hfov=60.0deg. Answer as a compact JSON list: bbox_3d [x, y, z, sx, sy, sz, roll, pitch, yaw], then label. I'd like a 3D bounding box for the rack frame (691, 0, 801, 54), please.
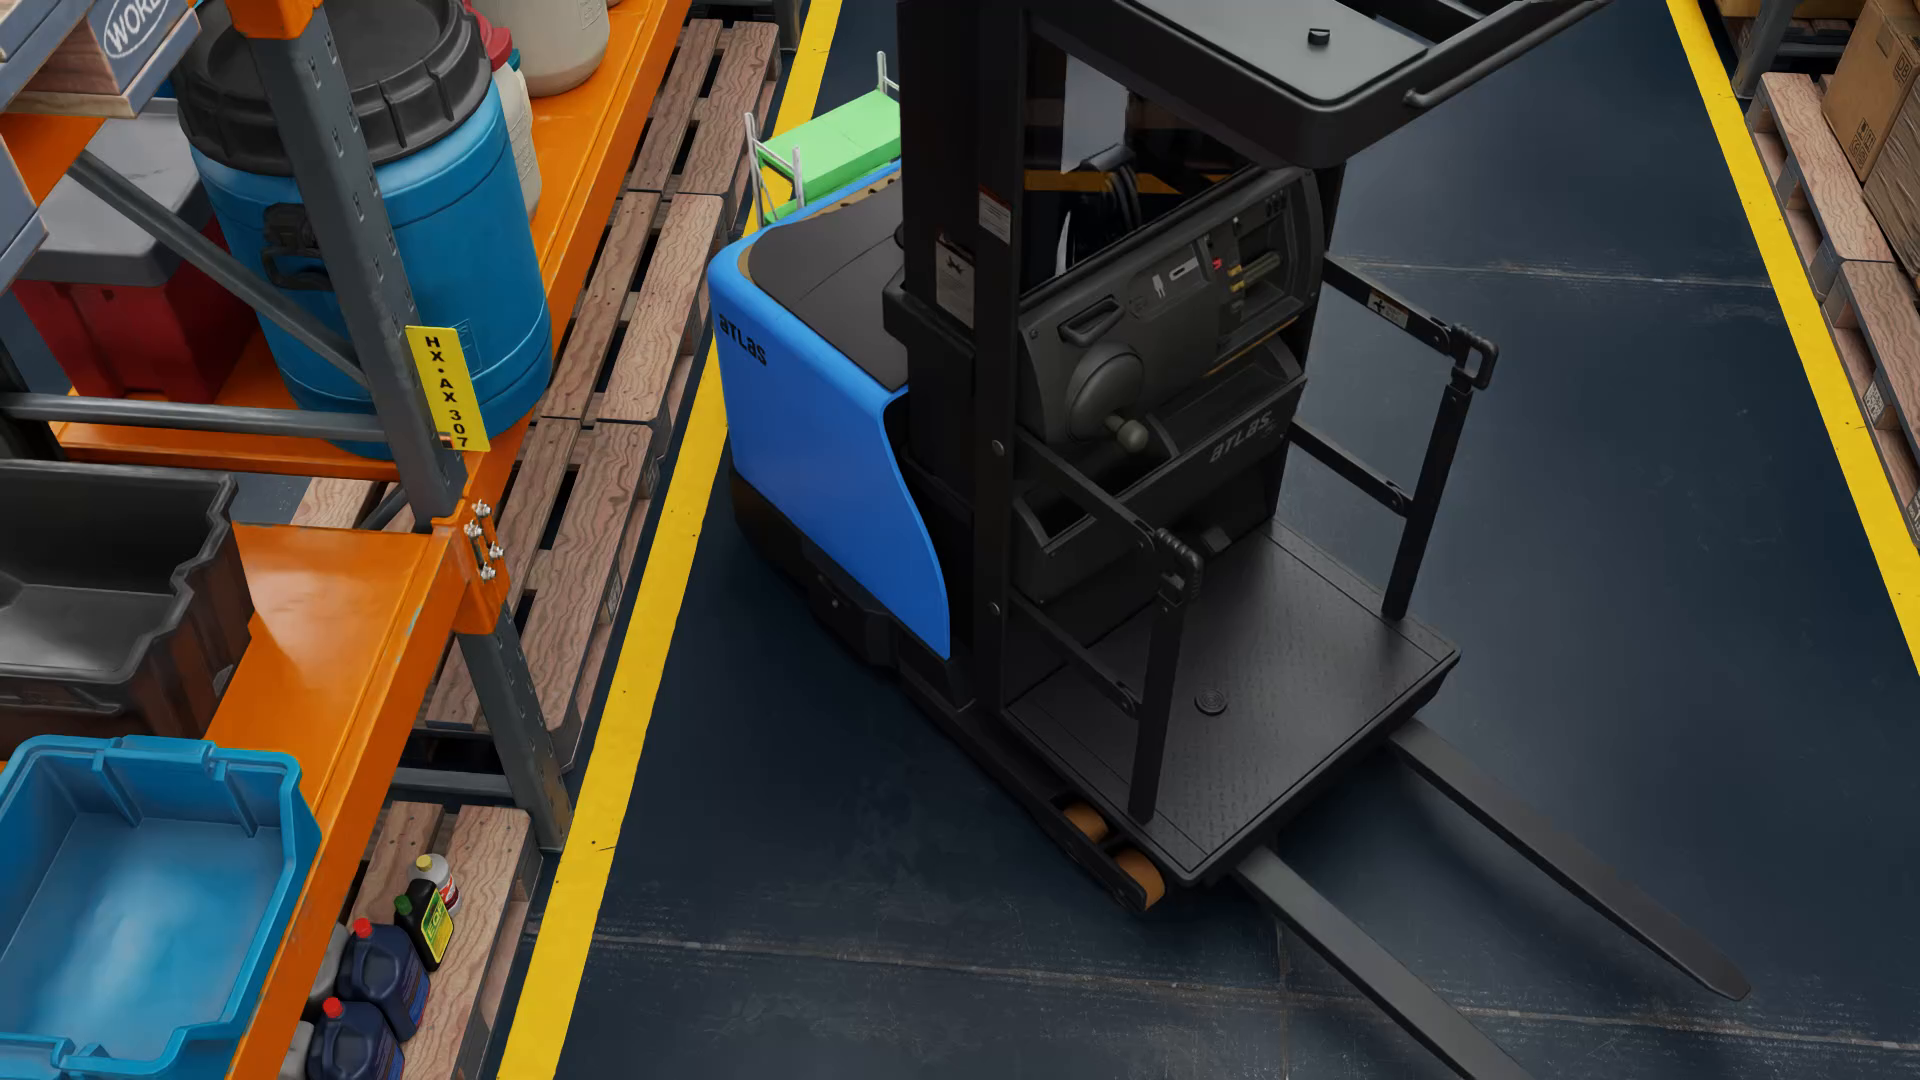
[{"bbox_3d":[-1.196,-3.187,6.132,1.000,3.000,0.127,4,48,4],"label":"rack frame"}]

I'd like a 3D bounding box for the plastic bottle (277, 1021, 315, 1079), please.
[{"bbox_3d":[-1.500,1.165,3.699,0.152,0.276,0.135,4,48,4],"label":"plastic bottle"}]

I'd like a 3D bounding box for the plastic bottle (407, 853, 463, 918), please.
[{"bbox_3d":[-1.283,0.836,4.051,0.097,0.201,0.097,0,48,0],"label":"plastic bottle"}]

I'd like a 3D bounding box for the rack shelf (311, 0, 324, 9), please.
[{"bbox_3d":[-1.378,-2.487,3.947,1.077,0.370,4.000,4,48,4],"label":"rack shelf"}]

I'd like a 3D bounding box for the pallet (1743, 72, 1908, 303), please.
[{"bbox_3d":[3.664,-1.339,6.331,1.003,0.211,1.213,4,48,4],"label":"pallet"}]

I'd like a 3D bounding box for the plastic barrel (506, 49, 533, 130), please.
[{"bbox_3d":[-1.287,-1.163,4.375,0.301,0.262,0.301,0,48,0],"label":"plastic barrel"}]

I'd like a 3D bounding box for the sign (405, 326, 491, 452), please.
[{"bbox_3d":[-1.014,-0.296,3.301,0.100,0.325,0.005,4,48,4],"label":"sign"}]

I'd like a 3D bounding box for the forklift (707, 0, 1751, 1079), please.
[{"bbox_3d":[0.644,-0.448,3.674,1.130,2.935,3.031,-33,56,-26],"label":"forklift"}]

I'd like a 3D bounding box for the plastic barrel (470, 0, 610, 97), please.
[{"bbox_3d":[-1.188,-1.521,4.516,0.433,0.535,0.433,0,48,0],"label":"plastic barrel"}]

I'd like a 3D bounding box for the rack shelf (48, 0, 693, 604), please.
[{"bbox_3d":[-1.378,-1.475,5.054,1.077,0.370,4.000,4,48,4],"label":"rack shelf"}]

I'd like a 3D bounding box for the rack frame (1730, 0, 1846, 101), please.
[{"bbox_3d":[3.736,-2.854,5.828,1.000,3.000,0.127,4,48,4],"label":"rack frame"}]

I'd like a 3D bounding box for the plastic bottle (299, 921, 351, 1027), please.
[{"bbox_3d":[-1.476,0.981,3.817,0.144,0.351,0.185,4,48,4],"label":"plastic bottle"}]

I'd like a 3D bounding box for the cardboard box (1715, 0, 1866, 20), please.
[{"bbox_3d":[3.820,-2.784,6.919,1.225,0.875,0.875,2,48,2],"label":"cardboard box"}]

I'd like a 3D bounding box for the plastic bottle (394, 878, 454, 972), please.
[{"bbox_3d":[-1.276,0.896,3.940,0.061,0.283,0.133,6,48,5],"label":"plastic bottle"}]

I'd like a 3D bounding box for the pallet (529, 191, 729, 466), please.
[{"bbox_3d":[-1.419,-0.785,5.825,1.003,0.211,1.213,4,48,4],"label":"pallet"}]

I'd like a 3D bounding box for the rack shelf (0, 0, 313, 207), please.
[{"bbox_3d":[-1.743,0.452,1.258,1.077,0.370,4.000,4,48,4],"label":"rack shelf"}]

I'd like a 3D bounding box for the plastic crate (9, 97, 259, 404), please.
[{"bbox_3d":[-1.821,-0.646,3.765,0.402,0.464,0.583,4,48,4],"label":"plastic crate"}]

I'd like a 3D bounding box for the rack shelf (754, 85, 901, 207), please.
[{"bbox_3d":[-0.344,-1.145,4.918,0.480,0.148,0.258,-33,55,-26],"label":"rack shelf"}]

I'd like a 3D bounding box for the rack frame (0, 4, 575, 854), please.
[{"bbox_3d":[-1.561,-0.248,3.444,1.000,3.000,0.127,4,48,4],"label":"rack frame"}]

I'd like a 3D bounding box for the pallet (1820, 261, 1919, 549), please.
[{"bbox_3d":[3.550,-0.445,5.514,1.003,0.211,1.213,4,48,4],"label":"pallet"}]

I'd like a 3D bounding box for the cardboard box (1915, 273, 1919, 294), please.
[{"bbox_3d":[3.612,-0.840,5.381,0.700,0.500,0.500,7,48,7],"label":"cardboard box"}]

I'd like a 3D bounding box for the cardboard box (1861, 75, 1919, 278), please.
[{"bbox_3d":[3.657,-1.257,5.763,0.700,0.500,0.500,0,48,0],"label":"cardboard box"}]

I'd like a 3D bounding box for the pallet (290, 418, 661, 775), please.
[{"bbox_3d":[-1.528,0.114,5.003,1.003,0.211,1.213,4,48,4],"label":"pallet"}]

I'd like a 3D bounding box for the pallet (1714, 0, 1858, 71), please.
[{"bbox_3d":[3.883,-2.487,7.382,1.003,0.211,1.213,4,48,4],"label":"pallet"}]

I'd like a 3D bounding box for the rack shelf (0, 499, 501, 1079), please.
[{"bbox_3d":[-1.743,1.465,2.365,1.077,0.370,4.000,4,48,4],"label":"rack shelf"}]

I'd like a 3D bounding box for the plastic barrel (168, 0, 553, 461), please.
[{"bbox_3d":[-1.224,-0.681,3.500,0.600,0.901,0.708,4,48,4],"label":"plastic barrel"}]

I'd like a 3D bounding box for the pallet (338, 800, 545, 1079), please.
[{"bbox_3d":[-1.663,1.184,4.024,1.003,0.211,1.213,4,48,4],"label":"pallet"}]

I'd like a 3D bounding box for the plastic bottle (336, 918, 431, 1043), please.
[{"bbox_3d":[-1.332,0.990,3.808,0.144,0.351,0.185,3,48,2],"label":"plastic bottle"}]

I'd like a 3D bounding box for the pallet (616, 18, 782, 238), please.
[{"bbox_3d":[-1.305,-1.679,6.643,1.003,0.211,1.213,4,48,4],"label":"pallet"}]

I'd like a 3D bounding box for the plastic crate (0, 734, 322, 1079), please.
[{"bbox_3d":[-1.391,0.634,2.738,0.499,0.251,0.616,4,48,4],"label":"plastic crate"}]

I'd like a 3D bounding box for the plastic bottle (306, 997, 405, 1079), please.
[{"bbox_3d":[-1.350,1.131,3.679,0.144,0.351,0.185,2,48,2],"label":"plastic bottle"}]

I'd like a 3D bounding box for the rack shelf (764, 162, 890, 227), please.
[{"bbox_3d":[-0.343,-0.981,5.094,0.480,0.148,0.258,-33,55,-26],"label":"rack shelf"}]

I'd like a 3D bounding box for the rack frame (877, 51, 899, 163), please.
[{"bbox_3d":[-0.159,-0.981,5.332,0.015,1.200,0.240,-33,55,-26],"label":"rack frame"}]

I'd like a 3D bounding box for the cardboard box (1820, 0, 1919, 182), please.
[{"bbox_3d":[3.695,-1.665,6.136,0.700,0.500,0.500,2,48,1],"label":"cardboard box"}]

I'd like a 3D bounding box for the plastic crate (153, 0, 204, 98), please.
[{"bbox_3d":[-1.770,-1.074,4.210,0.392,0.384,0.575,4,48,4],"label":"plastic crate"}]

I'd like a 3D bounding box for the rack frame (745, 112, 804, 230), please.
[{"bbox_3d":[-0.525,-0.743,5.115,0.015,1.200,0.240,-33,55,-26],"label":"rack frame"}]

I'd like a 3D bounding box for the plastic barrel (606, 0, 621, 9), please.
[{"bbox_3d":[-1.149,-1.839,4.807,0.433,0.535,0.433,0,48,0],"label":"plastic barrel"}]

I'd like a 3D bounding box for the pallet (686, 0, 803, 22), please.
[{"bbox_3d":[-1.166,-2.828,7.694,1.003,0.211,1.213,4,48,4],"label":"pallet"}]

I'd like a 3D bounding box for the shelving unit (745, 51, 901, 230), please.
[{"bbox_3d":[-0.342,-0.862,5.224,0.503,1.200,0.258,-33,55,-26],"label":"shelving unit"}]

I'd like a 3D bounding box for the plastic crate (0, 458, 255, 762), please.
[{"bbox_3d":[-1.735,0.149,3.123,0.767,0.338,0.504,4,48,4],"label":"plastic crate"}]

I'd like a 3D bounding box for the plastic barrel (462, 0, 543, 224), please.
[{"bbox_3d":[-1.255,-0.982,4.023,0.433,0.535,0.433,0,48,0],"label":"plastic barrel"}]
